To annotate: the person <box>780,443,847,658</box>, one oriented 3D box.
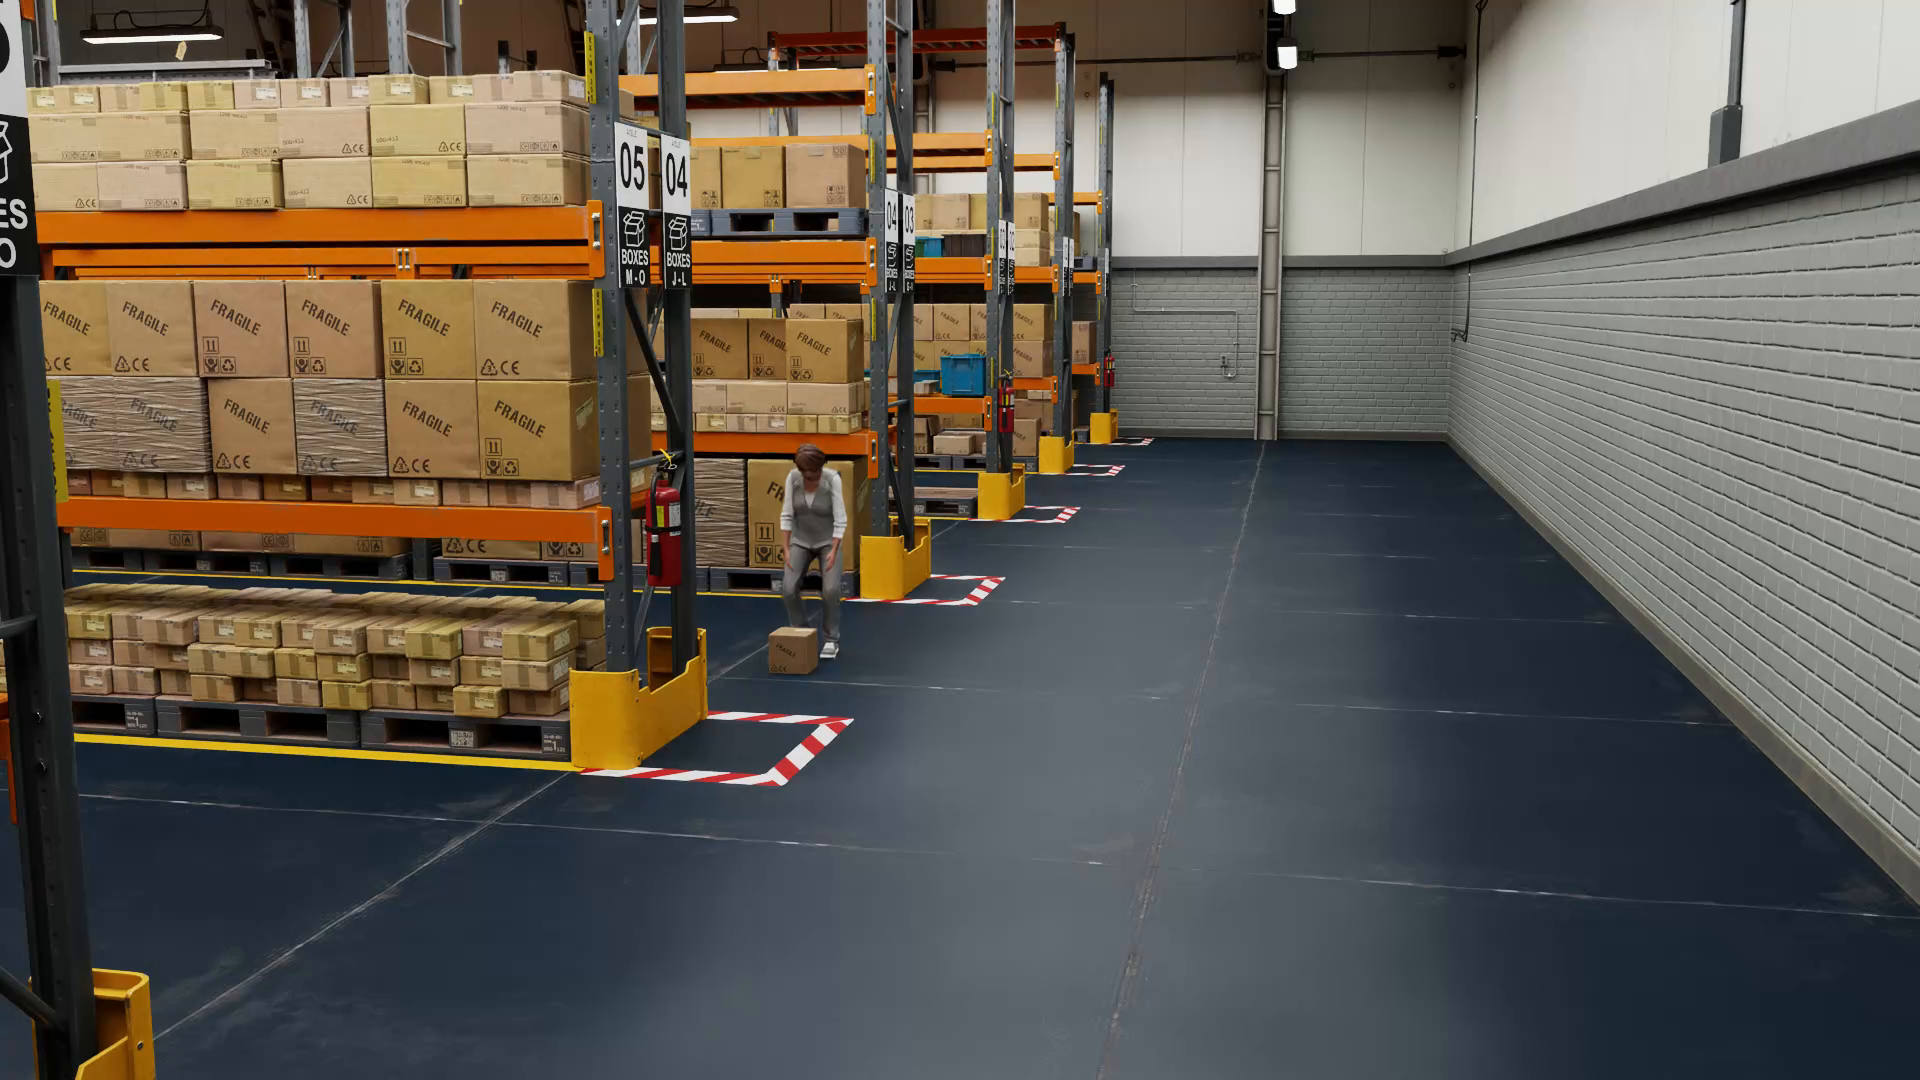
[{"bbox_3d":[-0.948,0.072,10.991,0.454,1.429,0.540,2,8,12],"label":"person"}]
